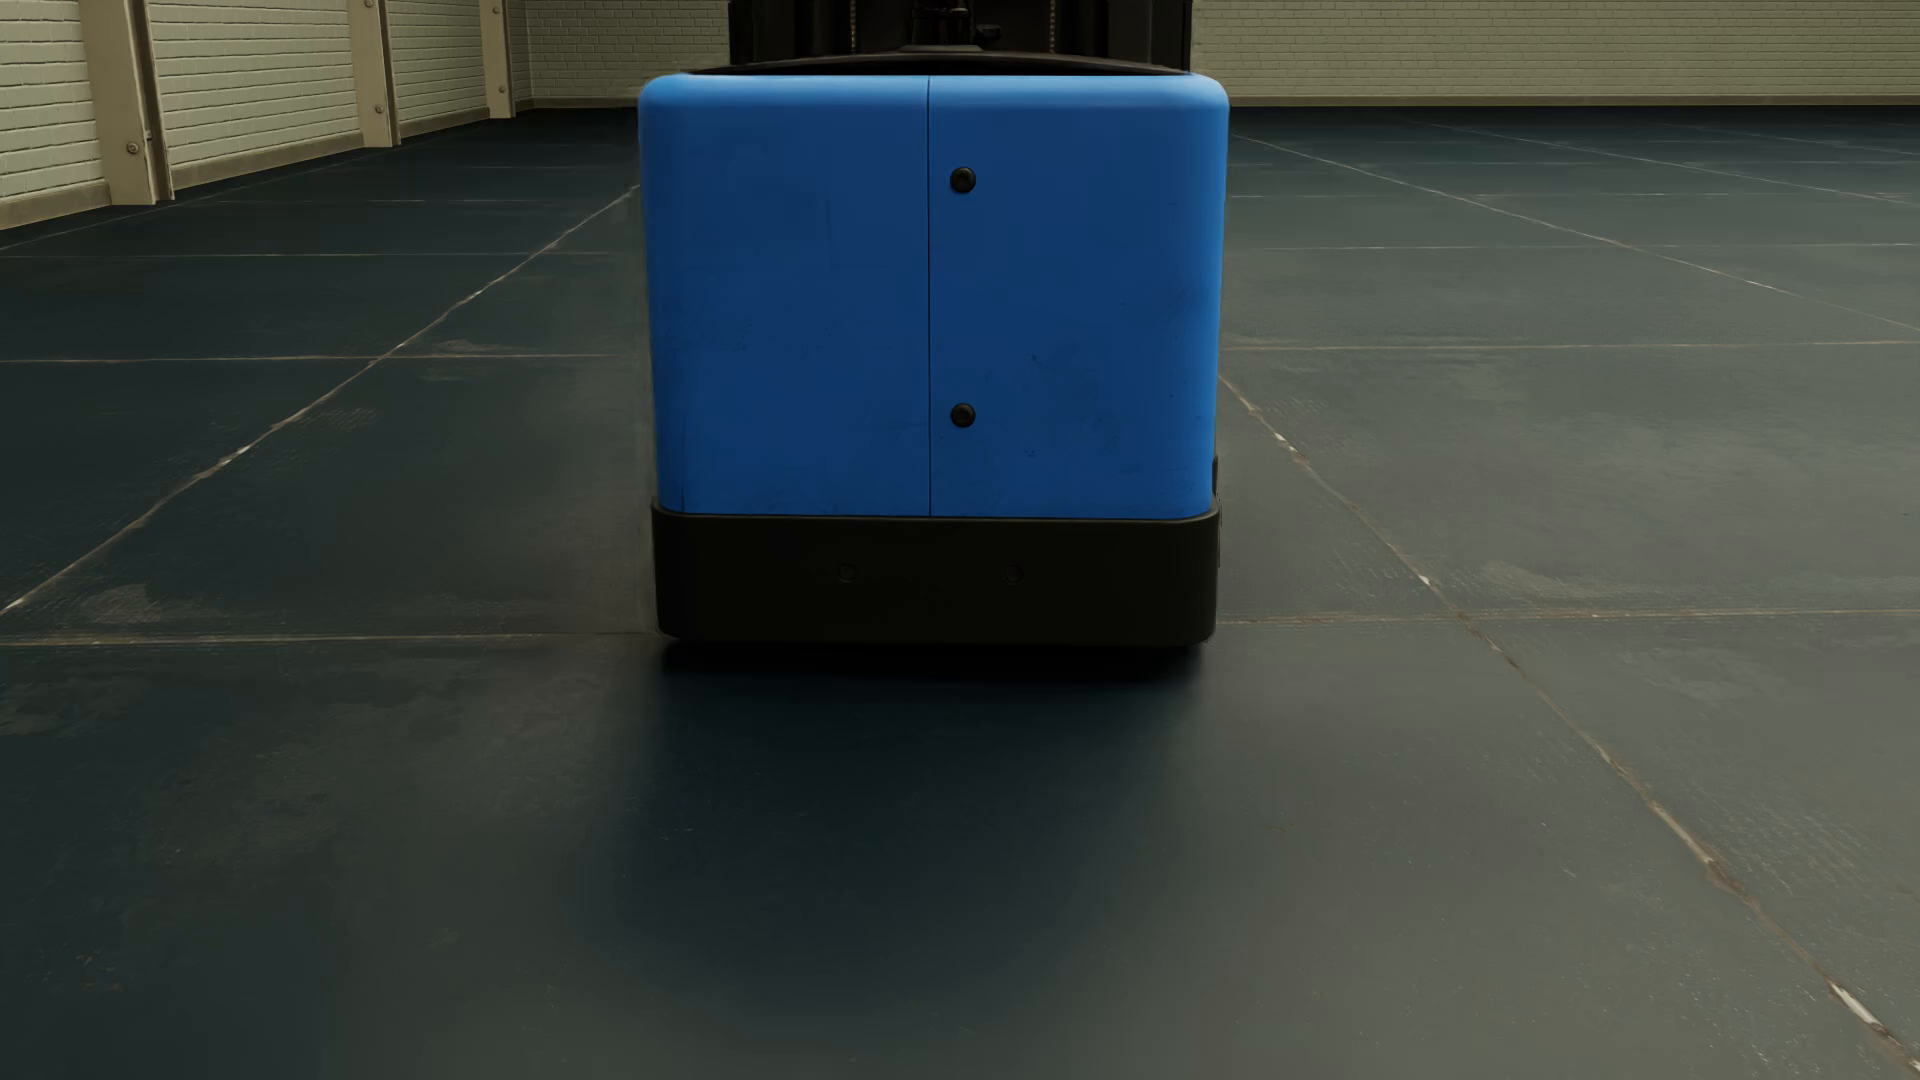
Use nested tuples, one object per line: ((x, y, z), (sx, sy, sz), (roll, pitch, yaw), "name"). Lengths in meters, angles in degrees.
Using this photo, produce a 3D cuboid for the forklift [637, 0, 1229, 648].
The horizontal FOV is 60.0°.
((0.010, -1.583, 4.083), (1.130, 2.935, 3.031), (1, 17, 2), "forklift")
